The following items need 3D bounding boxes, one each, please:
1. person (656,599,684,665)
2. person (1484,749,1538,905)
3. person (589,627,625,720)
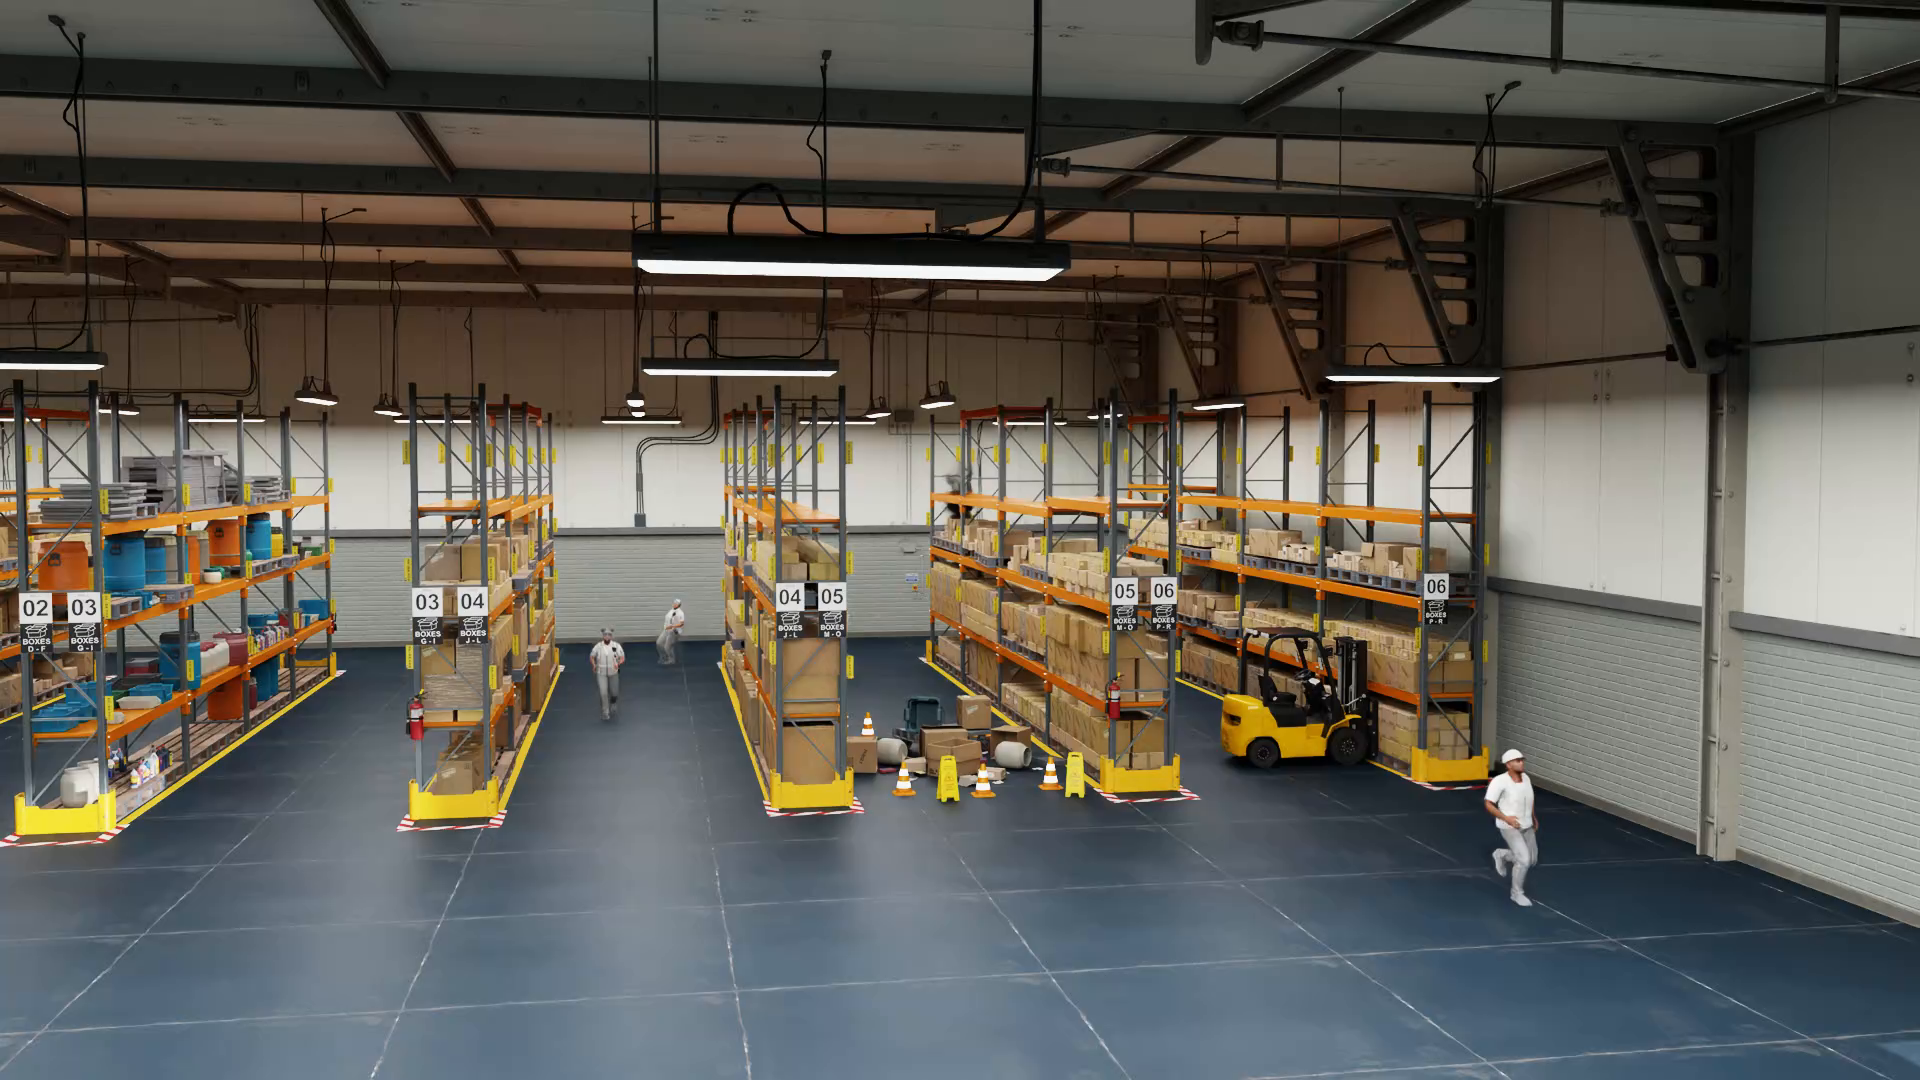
[{"bbox_3d":[-6.934,2.199,39.631,0.538,1.607,0.734,-2,4,-41],"label":"person"},{"bbox_3d":[6.216,3.207,18.754,0.720,1.703,0.661,-2,3,-32],"label":"person"},{"bbox_3d":[-6.721,2.527,31.667,0.670,1.733,0.686,-1,3,-12],"label":"person"}]
